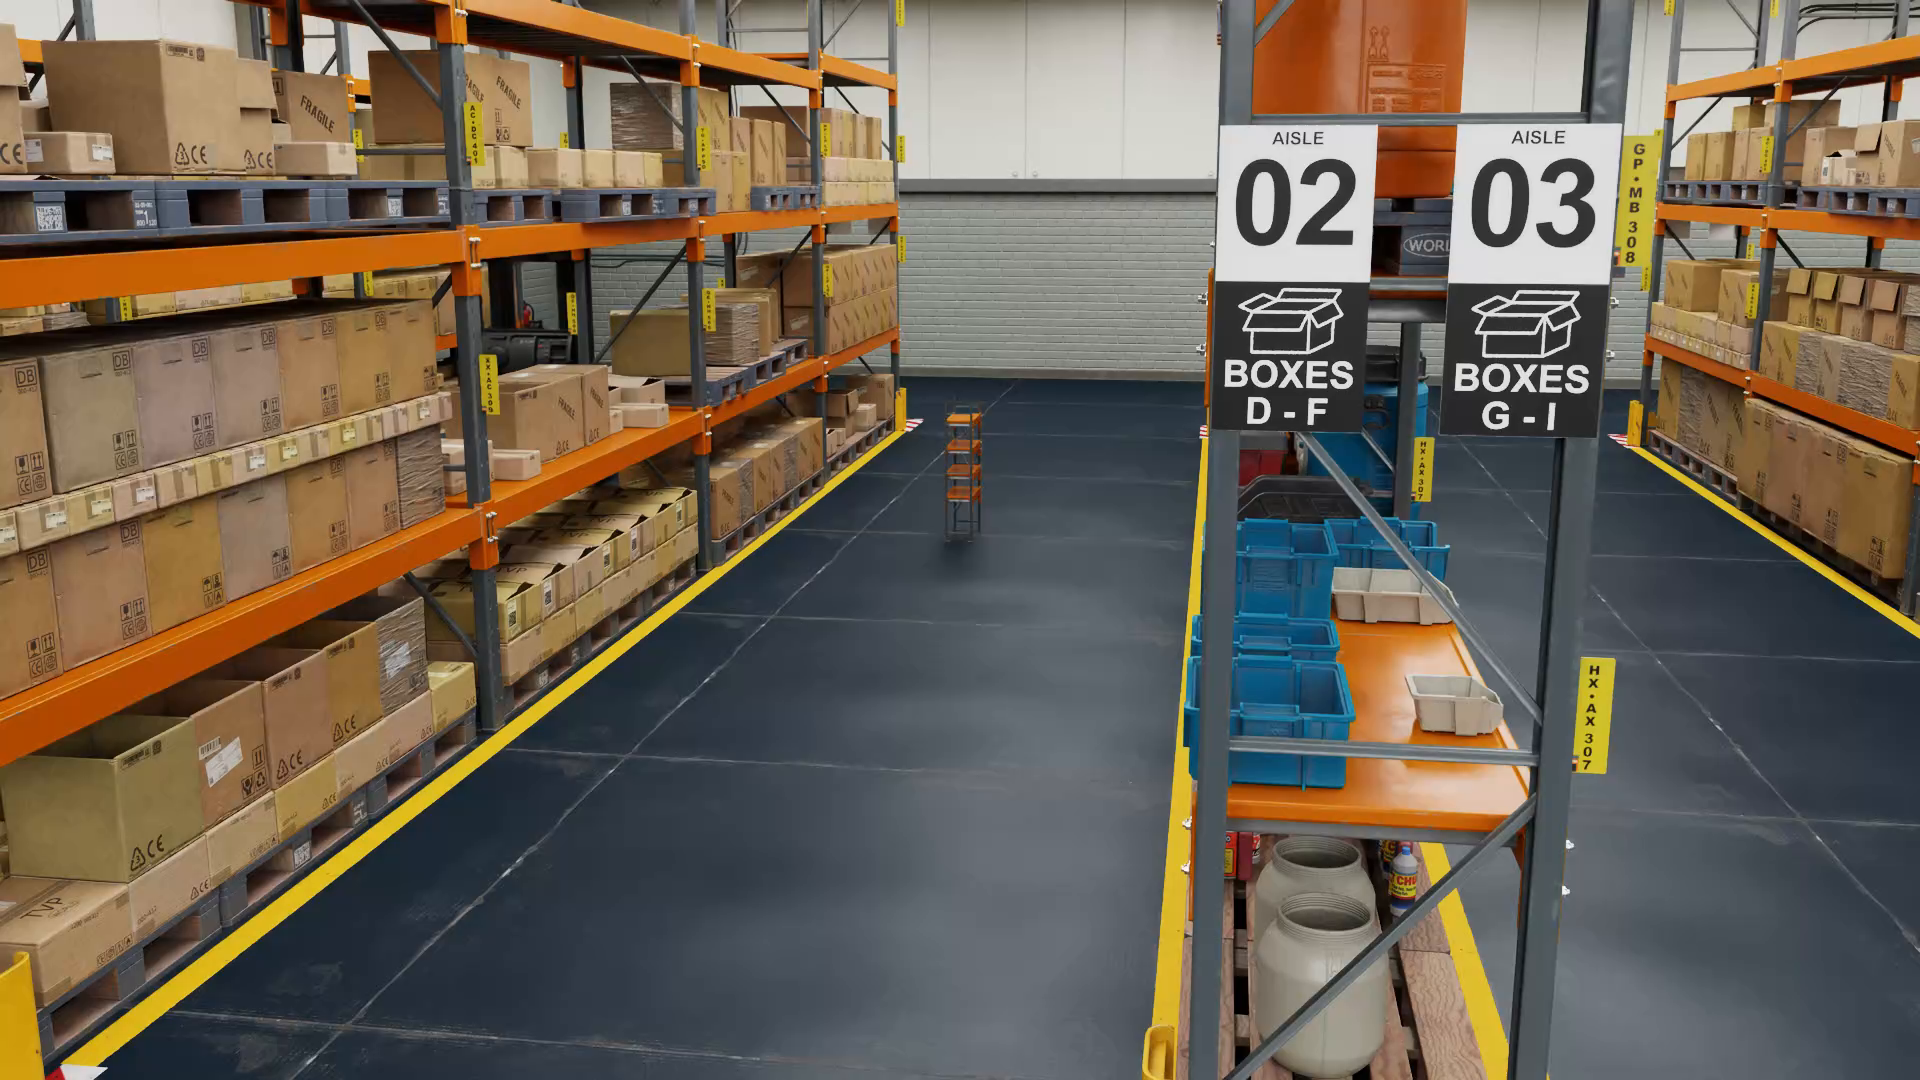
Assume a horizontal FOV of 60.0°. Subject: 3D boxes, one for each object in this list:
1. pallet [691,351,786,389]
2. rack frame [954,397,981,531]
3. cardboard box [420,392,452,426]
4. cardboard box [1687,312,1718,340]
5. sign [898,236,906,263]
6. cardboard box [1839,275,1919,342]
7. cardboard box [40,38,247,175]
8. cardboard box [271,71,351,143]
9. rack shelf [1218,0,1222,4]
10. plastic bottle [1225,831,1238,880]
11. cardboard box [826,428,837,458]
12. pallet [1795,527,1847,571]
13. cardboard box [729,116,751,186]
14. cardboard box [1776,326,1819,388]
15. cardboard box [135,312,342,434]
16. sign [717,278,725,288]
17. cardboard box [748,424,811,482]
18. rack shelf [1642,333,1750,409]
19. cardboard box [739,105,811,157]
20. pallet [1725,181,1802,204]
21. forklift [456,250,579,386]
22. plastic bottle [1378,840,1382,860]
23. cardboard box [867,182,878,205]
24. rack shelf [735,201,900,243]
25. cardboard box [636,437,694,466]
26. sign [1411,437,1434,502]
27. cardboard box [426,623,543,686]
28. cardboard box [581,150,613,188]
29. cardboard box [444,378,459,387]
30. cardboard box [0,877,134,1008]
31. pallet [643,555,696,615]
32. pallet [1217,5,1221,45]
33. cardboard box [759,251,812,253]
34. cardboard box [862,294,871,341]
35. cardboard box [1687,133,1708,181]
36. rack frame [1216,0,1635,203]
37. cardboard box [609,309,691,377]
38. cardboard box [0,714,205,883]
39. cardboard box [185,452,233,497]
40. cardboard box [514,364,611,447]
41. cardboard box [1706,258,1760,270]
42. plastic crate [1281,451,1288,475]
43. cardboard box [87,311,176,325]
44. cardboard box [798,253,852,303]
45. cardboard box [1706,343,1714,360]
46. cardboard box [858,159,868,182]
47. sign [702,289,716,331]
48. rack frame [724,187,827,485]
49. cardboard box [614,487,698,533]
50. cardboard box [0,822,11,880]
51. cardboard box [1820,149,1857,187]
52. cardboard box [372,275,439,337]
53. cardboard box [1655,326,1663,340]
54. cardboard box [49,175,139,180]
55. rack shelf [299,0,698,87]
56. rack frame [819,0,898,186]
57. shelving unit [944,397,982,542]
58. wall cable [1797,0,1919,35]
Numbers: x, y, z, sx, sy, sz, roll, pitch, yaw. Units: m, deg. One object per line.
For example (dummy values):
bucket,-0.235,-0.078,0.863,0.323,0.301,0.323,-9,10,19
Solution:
pallet,-2.201,-1.545,14.998,1.003,0.211,1.213,2,12,9
rack frame,0.063,-0.672,14.763,0.240,1.200,0.015,2,12,9
cardboard box,-2.941,-0.704,8.861,0.380,0.149,0.250,2,12,9
cardboard box,7.953,-2.237,17.401,0.500,0.250,0.500,2,12,8
sign,-0.720,-3.597,20.567,0.100,0.325,0.005,2,12,9
cardboard box,7.621,-1.878,13.471,0.797,0.503,0.637,2,12,10
cardboard box,-3.200,-1.694,6.548,0.500,0.500,0.500,2,12,9
cardboard box,-3.449,-2.094,8.402,0.500,0.500,0.500,3,13,13
rack shelf,1.476,-2.209,6.040,1.077,0.370,4.000,2,12,9
plastic bottle,1.083,1.261,6.942,0.152,0.276,0.135,2,12,9
cardboard box,-1.602,-1.047,17.572,0.500,0.311,0.500,2,12,9
pallet,7.678,0.036,13.824,1.003,0.211,1.213,2,12,9
cardboard box,-2.233,-3.456,14.816,0.600,0.600,0.600,1,12,6
cardboard box,7.513,-1.601,14.566,0.500,0.500,0.500,2,12,9
cardboard box,-3.327,-0.782,7.686,0.700,0.500,0.500,2,12,9
sign,-2.418,-2.506,16.945,0.100,0.325,0.005,2,12,9
cardboard box,-1.757,-0.845,16.183,0.500,0.500,0.500,2,12,9
rack shelf,8.215,-1.809,17.477,1.077,0.370,4.000,2,12,9
cardboard box,-1.843,-4.173,17.005,0.700,0.500,0.500,2,12,9
pallet,8.044,-3.338,15.951,1.003,0.211,1.213,2,12,9
forklift,-4.317,-1.883,16.273,1.130,2.935,3.031,2,12,8
plastic bottle,1.838,1.266,7.099,0.097,0.201,0.097,0,12,0
cardboard box,-1.235,-3.968,19.023,0.500,0.250,0.500,2,12,9
rack shelf,-1.573,-3.597,18.653,1.077,0.370,4.000,2,12,9
cardboard box,-2.579,-0.808,14.230,0.500,0.250,0.500,2,12,11
sign,2.325,-0.355,8.364,0.100,0.325,0.005,2,12,9
cardboard box,-2.804,0.662,9.832,0.500,0.250,0.500,2,12,7
cardboard box,-2.671,-2.507,11.247,0.500,0.250,0.500,2,12,8
cardboard box,-6.323,-1.684,20.125,0.700,0.500,0.500,1,12,7
cardboard box,-3.423,1.466,6.101,0.500,0.250,0.500,2,12,9
pallet,-2.661,0.300,12.603,1.003,0.211,1.213,2,12,9
pallet,2.540,-3.866,12.472,1.213,0.211,1.003,2,12,9
cardboard box,-1.904,-2.929,18.355,0.500,0.500,0.500,2,12,9
cardboard box,-1.301,-2.529,18.872,0.500,0.500,0.500,2,12,8
cardboard box,8.290,-4.123,17.916,0.700,0.500,0.500,1,12,7
rack frame,1.168,-2.340,3.990,1.000,3.000,0.127,2,12,9
cardboard box,-2.510,-1.623,13.669,0.700,0.500,0.500,-2,12,-10
cardboard box,-3.348,0.995,6.505,0.500,0.500,0.500,2,12,9
cardboard box,-3.257,-0.277,6.883,0.380,0.149,0.250,2,12,8
cardboard box,-2.737,-0.933,11.464,0.500,0.500,0.500,1,12,6
cardboard box,8.708,-2.906,18.728,0.500,0.500,0.500,2,12,9
plastic crate,1.772,-0.508,10.233,0.450,0.188,0.662,2,12,9
cardboard box,-7.063,-1.690,14.226,0.500,0.500,0.500,2,12,10
cardboard box,-1.451,-2.800,17.757,0.500,0.500,0.500,1,12,7
cardboard box,7.789,-1.910,16.833,0.380,0.149,0.250,2,12,10
cardboard box,-1.320,-4.109,18.489,0.500,0.250,0.500,2,12,9
sign,-1.946,-1.782,12.896,0.100,0.325,0.005,2,12,9
rack frame,-1.880,-2.066,16.962,1.000,3.000,0.127,2,12,9
cardboard box,-2.333,-0.252,12.742,0.500,0.311,0.500,2,12,10
cardboard box,-3.870,1.345,6.663,0.500,0.250,0.500,2,12,9
cardboard box,7.650,-3.147,14.072,0.500,0.311,0.500,1,12,7
cardboard box,-6.558,-2.637,18.897,0.980,0.700,0.700,2,12,7
cardboard box,8.104,-2.338,18.818,0.380,0.149,0.250,2,12,8
cardboard box,-7.374,-3.225,13.935,0.700,0.500,0.500,1,12,4
rack shelf,-2.803,-3.203,10.652,1.077,0.370,4.000,2,12,9
rack frame,-1.265,-5.832,20.194,1.000,3.000,0.127,2,12,9
shelving unit,0.025,-0.621,14.527,0.258,1.200,0.503,2,12,9
wall cable,12.798,-8.148,23.305,2.277,5.999,0.120,2,12,9
